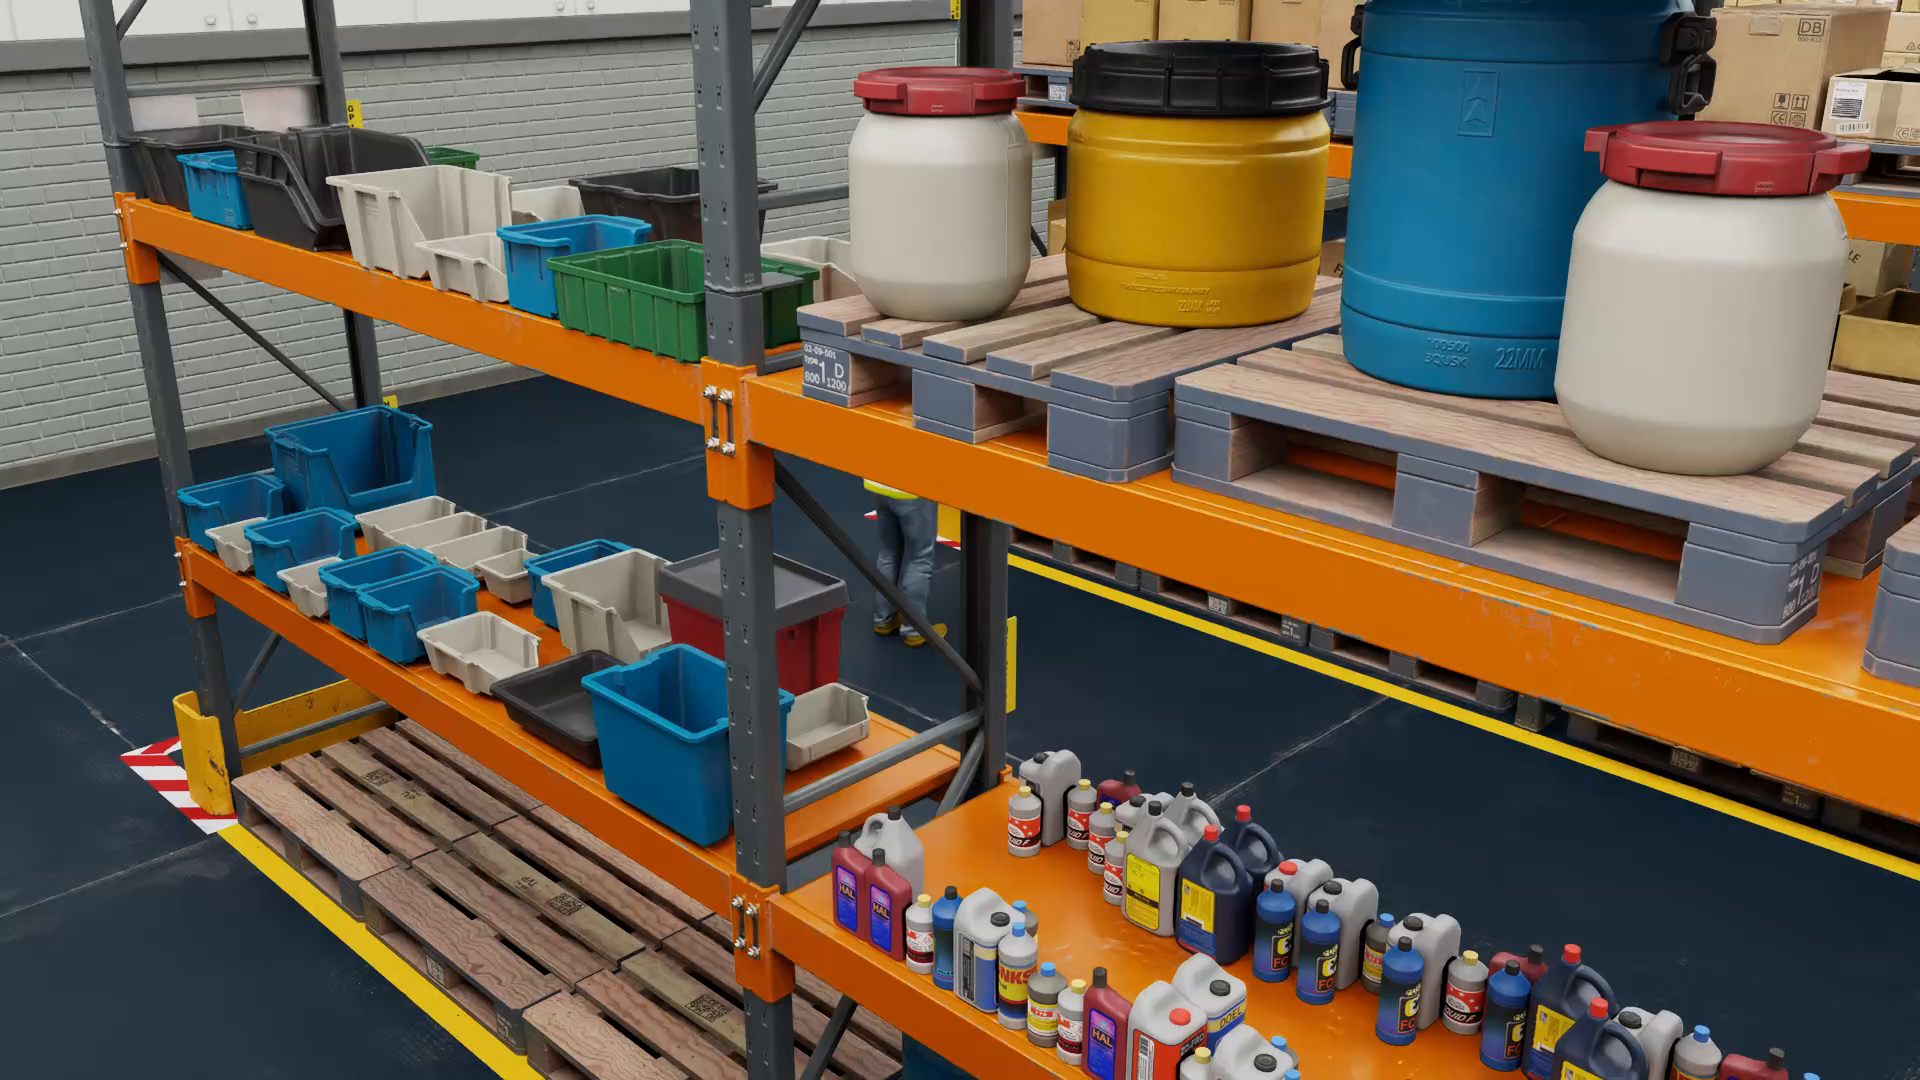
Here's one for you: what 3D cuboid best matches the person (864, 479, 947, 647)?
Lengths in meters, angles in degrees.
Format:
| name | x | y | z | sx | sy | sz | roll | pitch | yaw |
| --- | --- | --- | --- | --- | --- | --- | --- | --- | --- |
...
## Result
| name | x | y | z | sx | sy | sz | roll | pitch | yaw |
| --- | --- | --- | --- | --- | --- | --- | --- | --- | --- |
| person | -0.259 | -0.307 | 9.370 | 0.505 | 1.762 | 0.567 | 18 | 27 | 40 |
